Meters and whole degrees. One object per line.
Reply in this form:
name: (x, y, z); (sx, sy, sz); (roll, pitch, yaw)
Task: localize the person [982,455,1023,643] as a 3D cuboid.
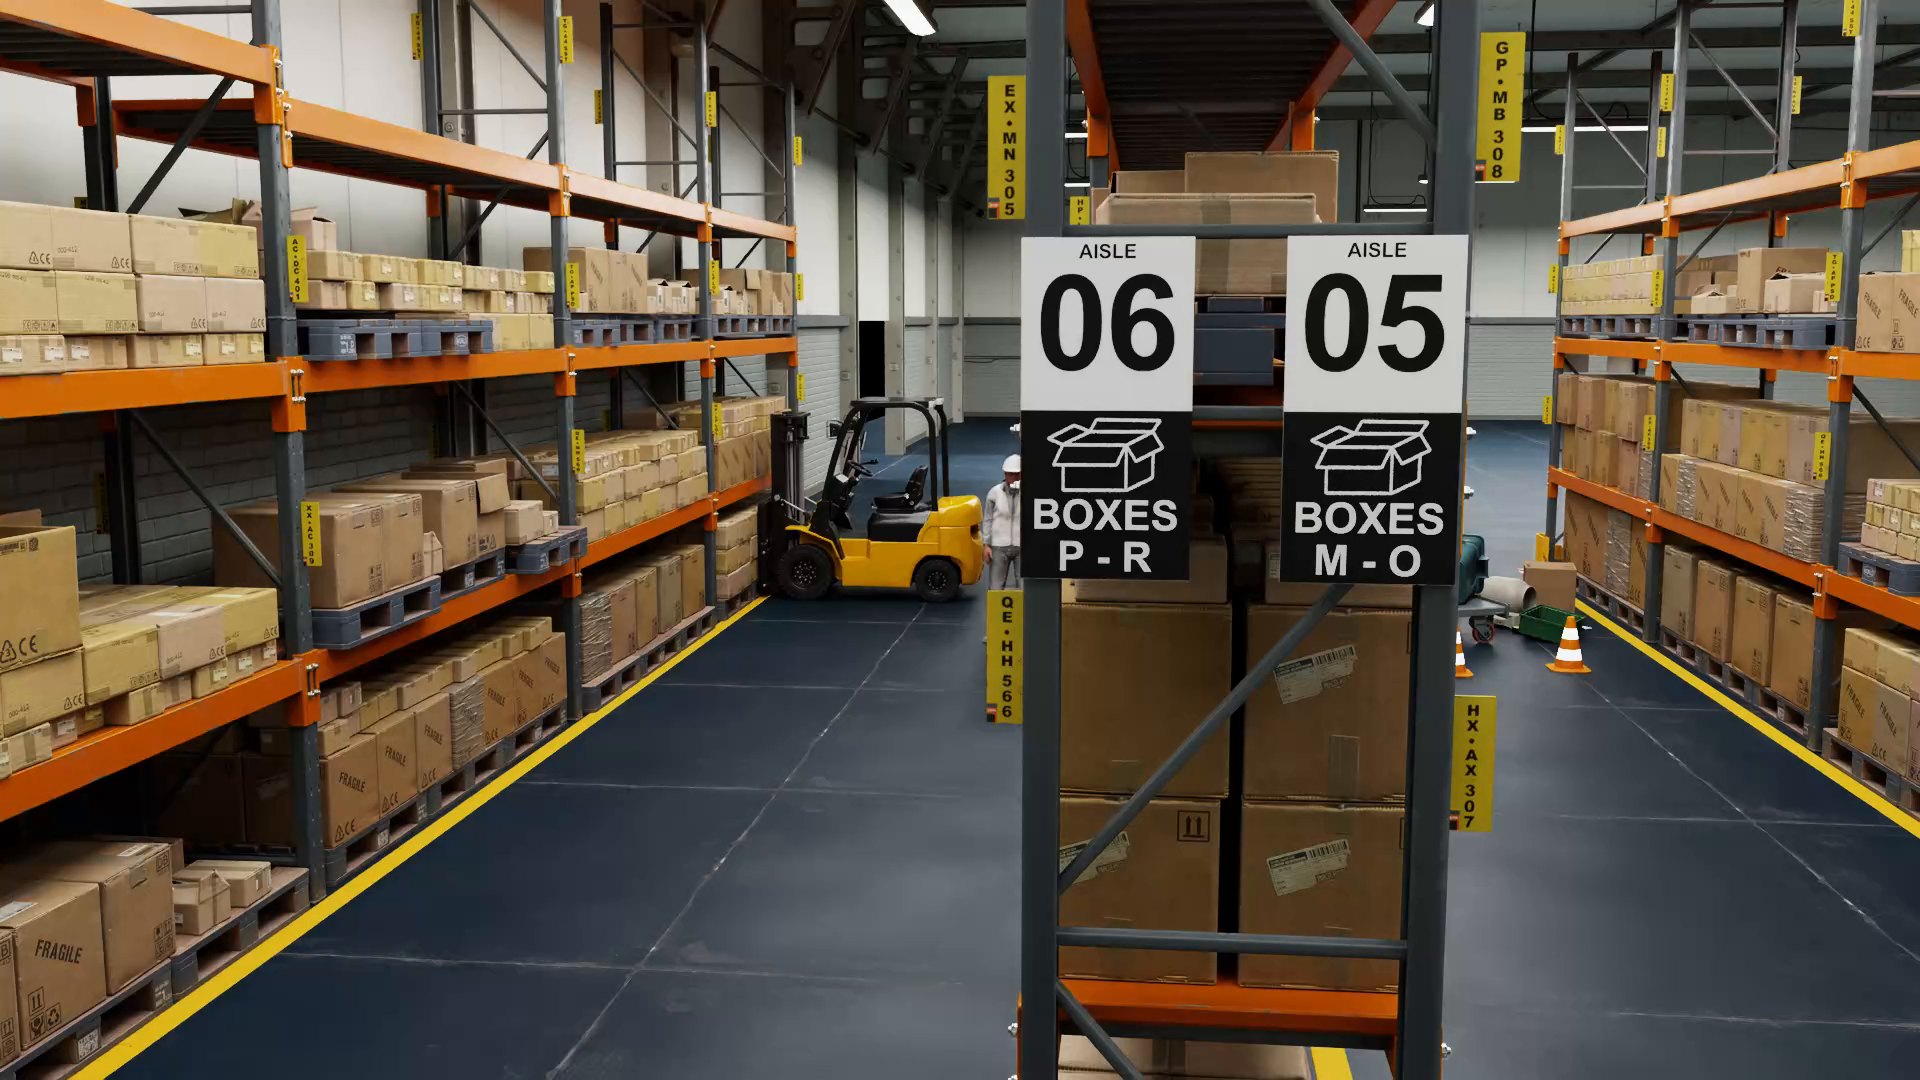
person: (0.493, 0.079, 15.590); (0.570, 1.772, 0.456); (0, 8, 3)
